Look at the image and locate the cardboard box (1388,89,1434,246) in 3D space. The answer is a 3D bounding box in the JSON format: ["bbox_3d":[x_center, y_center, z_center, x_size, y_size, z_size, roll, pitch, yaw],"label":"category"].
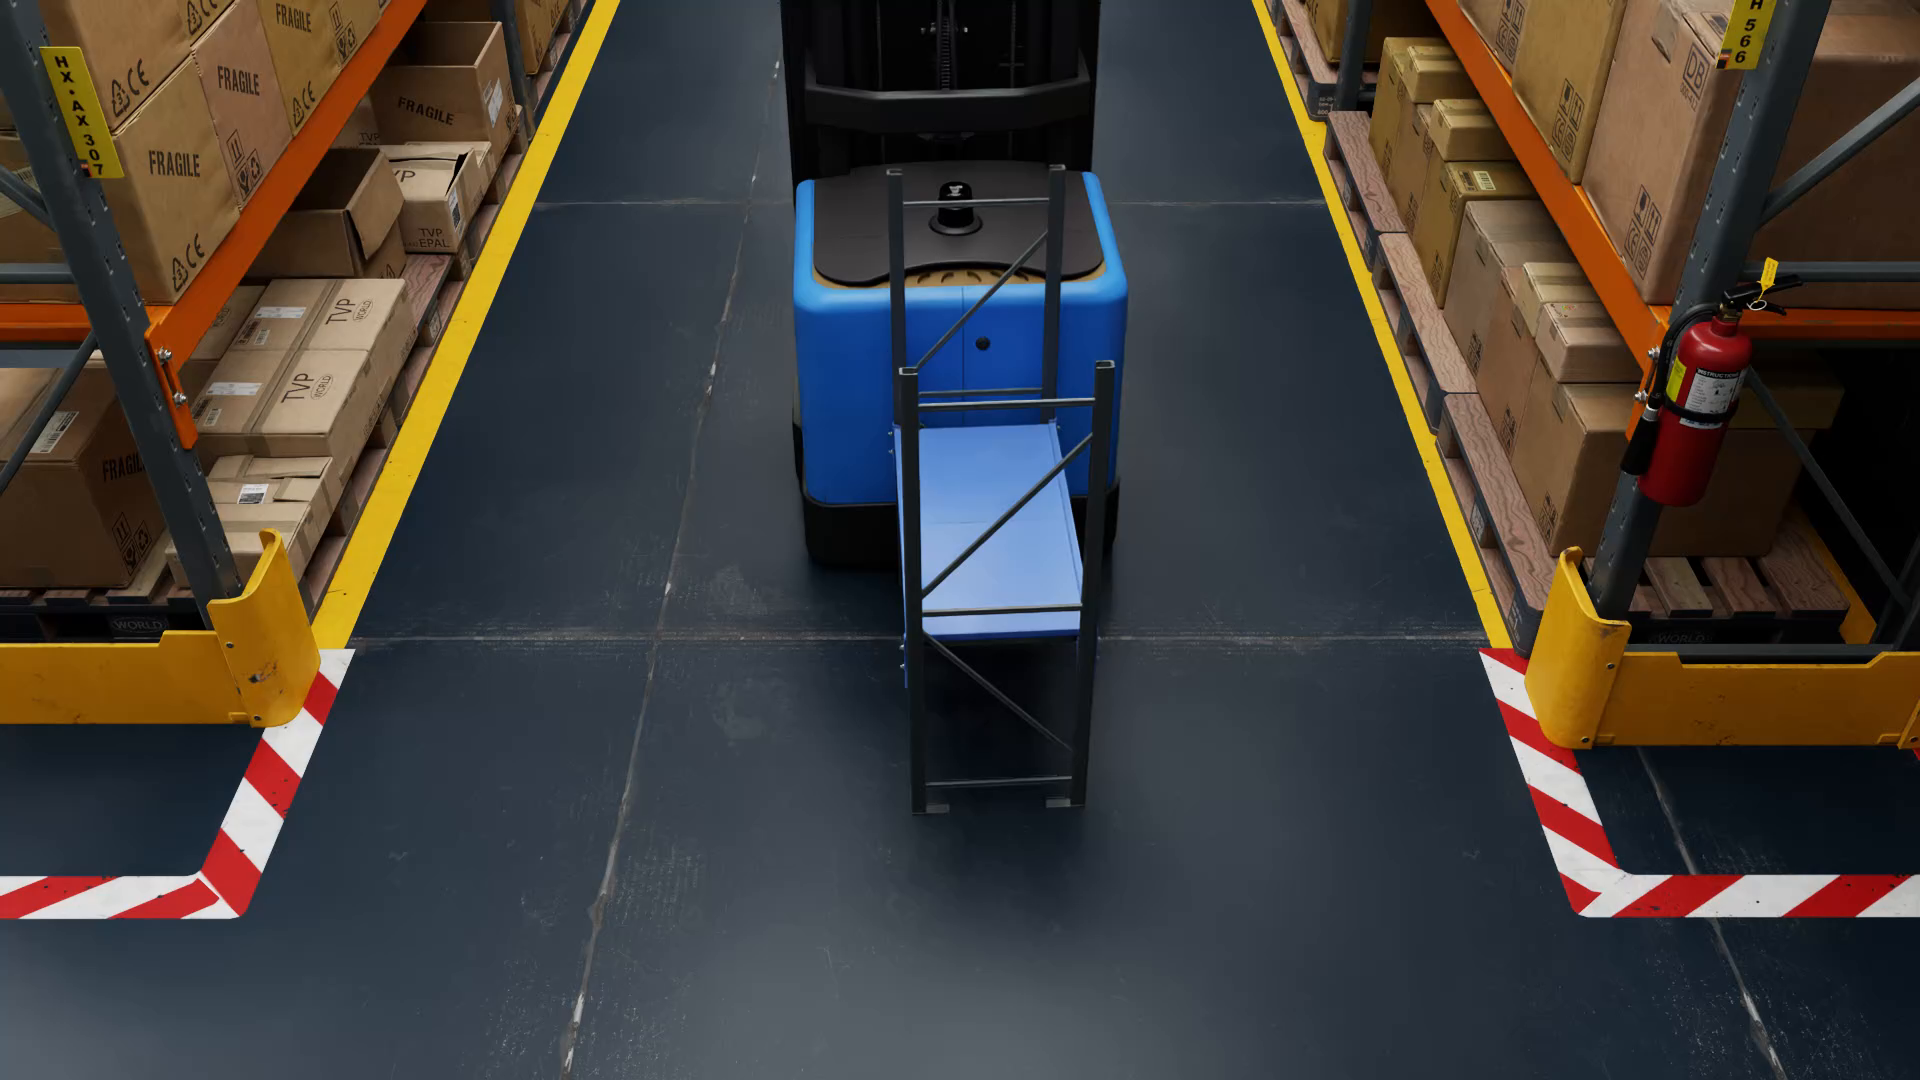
[{"bbox_3d":[2.237,-1.576,6.981,0.700,0.500,0.500,0,39,-1],"label":"cardboard box"}]

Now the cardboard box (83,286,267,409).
[{"bbox_3d":[-2.826,-0.695,6.066,0.500,0.250,0.500,0,39,0],"label":"cardboard box"}]

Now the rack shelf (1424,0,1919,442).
[{"bbox_3d":[2.344,-1.638,5.971,1.077,0.370,4.000,0,39,0],"label":"rack shelf"}]

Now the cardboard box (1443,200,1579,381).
[{"bbox_3d":[2.244,-0.922,6.165,0.700,0.500,0.500,-1,39,-2],"label":"cardboard box"}]

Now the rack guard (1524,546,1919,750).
[{"bbox_3d":[2.346,0.322,4.948,1.175,0.500,0.348,0,39,0],"label":"rack guard"}]

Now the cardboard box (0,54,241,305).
[{"bbox_3d":[-2.344,-0.979,4.493,0.500,0.500,0.500,1,39,1],"label":"cardboard box"}]

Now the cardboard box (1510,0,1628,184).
[{"bbox_3d":[2.324,-1.559,5.057,0.980,0.700,0.700,0,39,0],"label":"cardboard box"}]

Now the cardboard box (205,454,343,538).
[{"bbox_3d":[-2.265,-0.147,5.448,0.380,0.166,0.250,0,39,0],"label":"cardboard box"}]

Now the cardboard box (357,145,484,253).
[{"bbox_3d":[-2.327,-1.461,6.973,0.500,0.311,0.500,0,39,0],"label":"cardboard box"}]

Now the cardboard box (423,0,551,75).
[{"bbox_3d":[-2.369,-2.663,8.321,0.500,0.500,0.500,-2,39,-2],"label":"cardboard box"}]

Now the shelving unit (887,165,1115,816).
[{"bbox_3d":[0.077,-0.132,4.715,0.538,1.500,1.048,-2,39,-3],"label":"shelving unit"}]

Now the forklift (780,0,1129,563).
[{"bbox_3d":[-0.083,-1.971,5.865,1.130,2.935,3.031,-2,39,-3],"label":"forklift"}]

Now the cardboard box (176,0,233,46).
[{"bbox_3d":[-2.352,-1.696,4.588,0.500,0.500,0.500,0,39,0],"label":"cardboard box"}]

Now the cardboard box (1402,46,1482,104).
[{"bbox_3d":[2.058,-1.929,6.903,0.380,0.149,0.250,1,39,1],"label":"cardboard box"}]

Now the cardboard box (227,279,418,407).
[{"bbox_3d":[-2.326,-0.727,6.105,0.500,0.250,0.500,0,39,0],"label":"cardboard box"}]

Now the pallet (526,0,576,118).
[{"bbox_3d":[-2.651,-2.584,8.806,1.003,0.211,1.213,0,39,0],"label":"pallet"}]

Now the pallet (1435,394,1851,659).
[{"bbox_3d":[2.267,-0.080,5.681,1.003,0.211,1.213,0,39,0],"label":"pallet"}]

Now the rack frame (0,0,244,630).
[{"bbox_3d":[-2.607,-0.662,4.178,1.000,3.000,0.127,0,39,0],"label":"rack frame"}]

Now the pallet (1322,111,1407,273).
[{"bbox_3d":[2.264,-1.606,7.585,1.003,0.211,1.213,0,39,0],"label":"pallet"}]

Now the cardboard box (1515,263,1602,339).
[{"bbox_3d":[2.062,-0.788,5.478,0.380,0.149,0.250,1,39,1],"label":"cardboard box"}]

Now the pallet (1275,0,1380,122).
[{"bbox_3d":[2.265,-2.564,8.781,1.003,0.211,1.213,0,39,0],"label":"pallet"}]

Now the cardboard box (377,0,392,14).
[{"bbox_3d":[-2.350,-2.247,6.075,0.500,0.500,0.500,1,39,1],"label":"cardboard box"}]

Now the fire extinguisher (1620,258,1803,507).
[{"bbox_3d":[1.885,-0.398,4.208,0.296,0.674,0.183,0,39,0],"label":"fire extinguisher"}]

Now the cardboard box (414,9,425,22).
[{"bbox_3d":[-2.899,-2.668,8.328,0.500,0.500,0.500,0,39,0],"label":"cardboard box"}]

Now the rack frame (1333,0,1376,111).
[{"bbox_3d":[2.342,-3.170,7.307,1.000,3.000,0.127,0,39,0],"label":"rack frame"}]

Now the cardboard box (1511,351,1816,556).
[{"bbox_3d":[2.245,-0.294,5.382,0.700,0.500,0.500,0,39,0],"label":"cardboard box"}]

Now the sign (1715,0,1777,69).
[{"bbox_3d":[1.804,-1.221,3.759,0.100,0.325,0.005,0,39,0],"label":"sign"}]

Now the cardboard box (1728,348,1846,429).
[{"bbox_3d":[2.446,-0.469,5.082,0.380,0.149,0.250,0,39,0],"label":"cardboard box"}]

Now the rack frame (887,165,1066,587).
[{"bbox_3d":[0.045,-0.449,5.111,0.500,1.500,0.032,-2,39,-3],"label":"rack frame"}]

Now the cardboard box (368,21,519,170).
[{"bbox_3d":[-2.328,-2.004,7.499,0.500,0.500,0.500,0,39,0],"label":"cardboard box"}]

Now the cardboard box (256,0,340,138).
[{"bbox_3d":[-2.348,-1.616,5.287,0.500,0.500,0.500,0,39,0],"label":"cardboard box"}]

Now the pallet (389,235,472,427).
[{"bbox_3d":[-2.608,-0.881,6.681,1.003,0.211,1.213,0,39,0],"label":"pallet"}]
